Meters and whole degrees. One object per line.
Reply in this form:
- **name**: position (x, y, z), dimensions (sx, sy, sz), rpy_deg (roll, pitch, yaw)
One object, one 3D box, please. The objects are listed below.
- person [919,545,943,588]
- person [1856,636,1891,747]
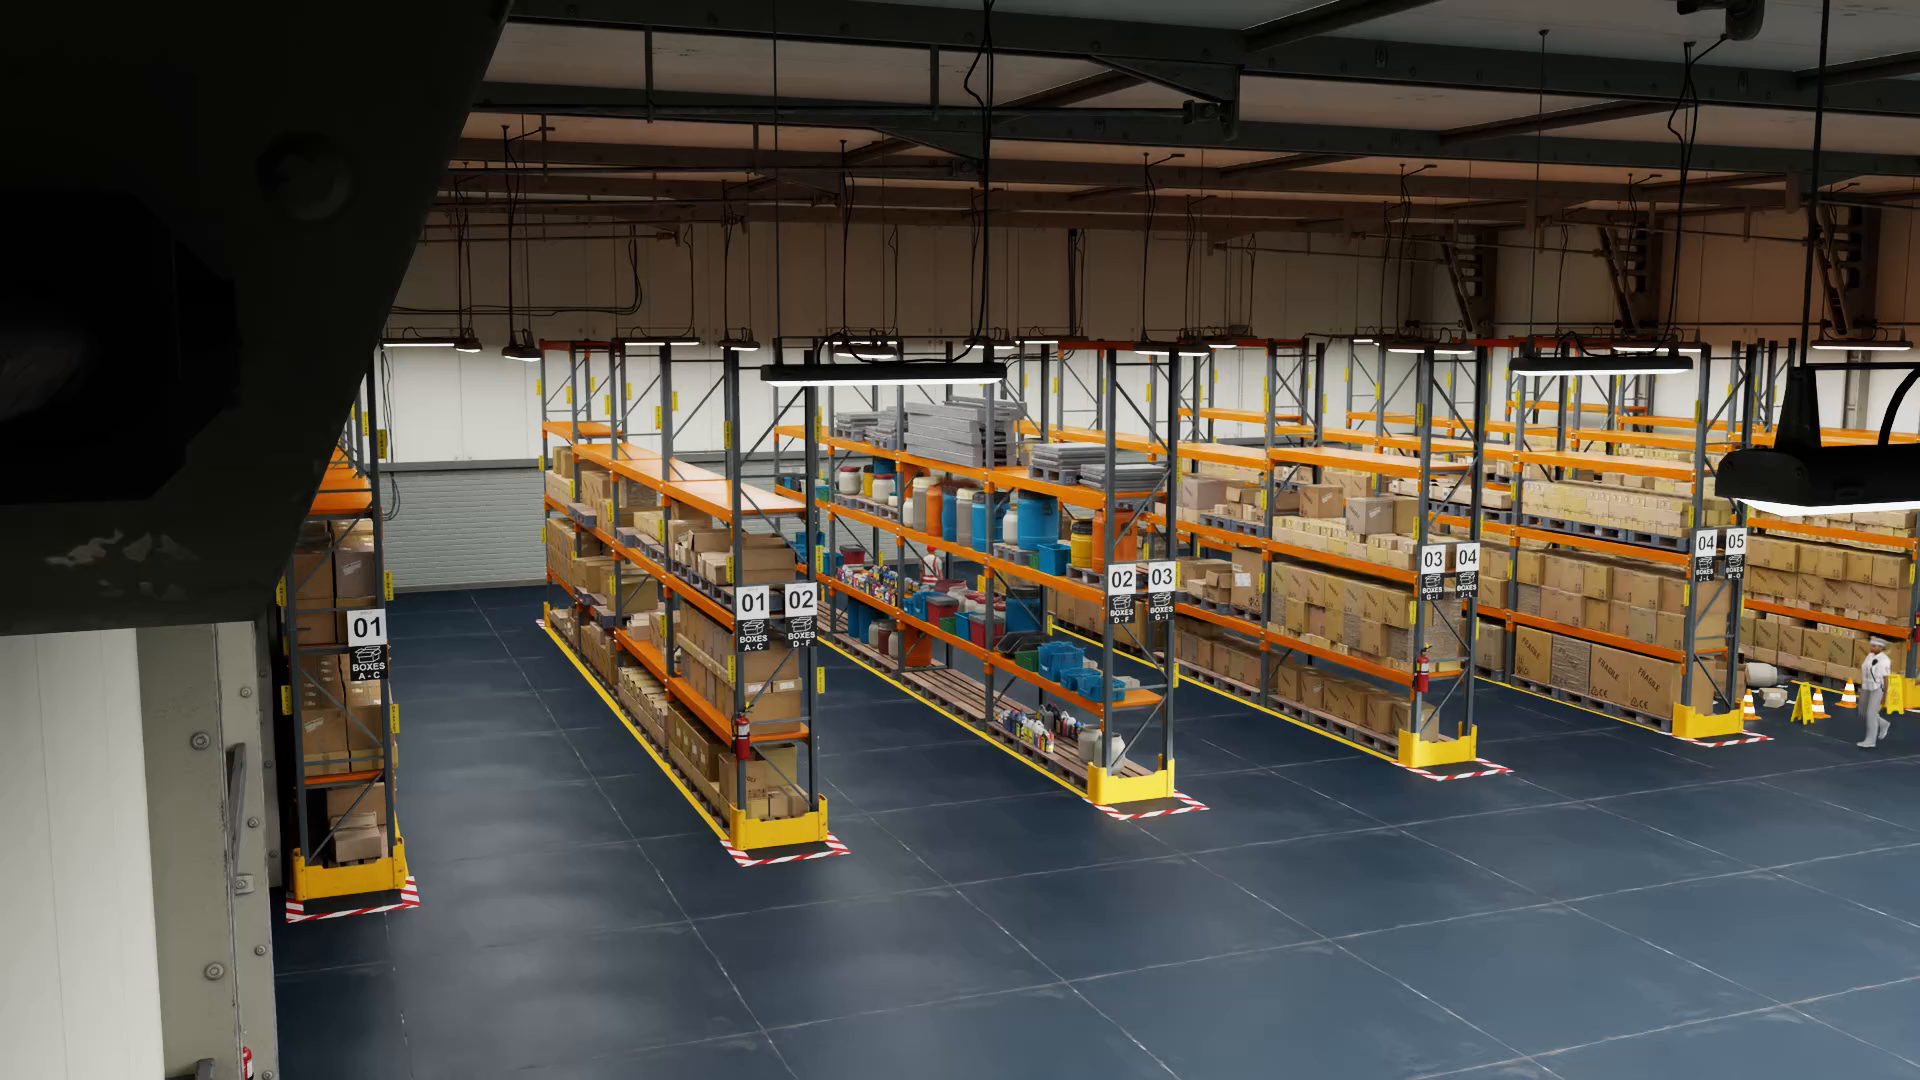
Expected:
- **person**: position (-0.599, 0.939, 34.575), dimensions (0.589, 1.790, 0.468), rpy_deg (4, 8, 27)
- **person**: position (13.757, 2.253, 24.915), dimensions (0.671, 1.667, 0.455), rpy_deg (-2, 8, -13)
